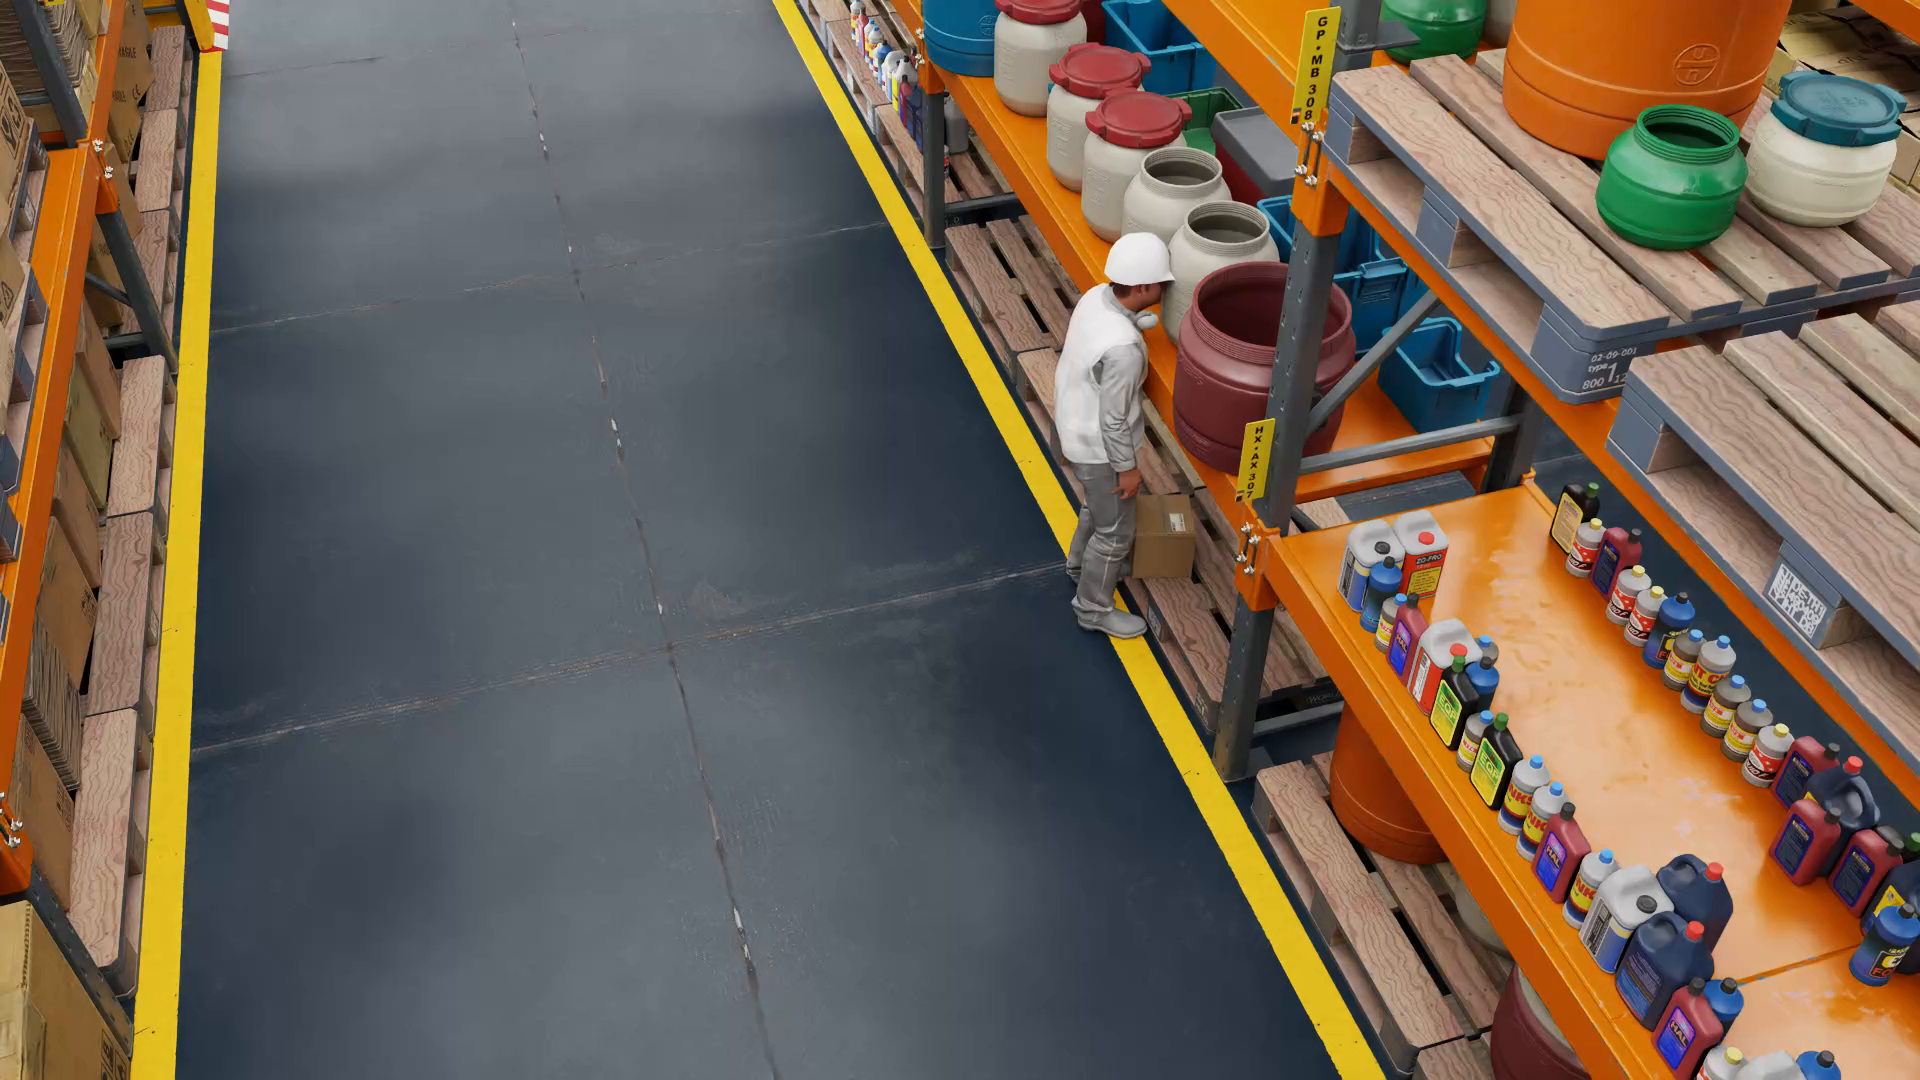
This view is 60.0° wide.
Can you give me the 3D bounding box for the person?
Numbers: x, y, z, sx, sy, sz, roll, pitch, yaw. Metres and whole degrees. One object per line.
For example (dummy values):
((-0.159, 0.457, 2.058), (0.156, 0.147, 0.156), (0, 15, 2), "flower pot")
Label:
((0.601, -0.429, 6.616), (0.461, 1.772, 0.594), (-2, 42, -2), "person")
